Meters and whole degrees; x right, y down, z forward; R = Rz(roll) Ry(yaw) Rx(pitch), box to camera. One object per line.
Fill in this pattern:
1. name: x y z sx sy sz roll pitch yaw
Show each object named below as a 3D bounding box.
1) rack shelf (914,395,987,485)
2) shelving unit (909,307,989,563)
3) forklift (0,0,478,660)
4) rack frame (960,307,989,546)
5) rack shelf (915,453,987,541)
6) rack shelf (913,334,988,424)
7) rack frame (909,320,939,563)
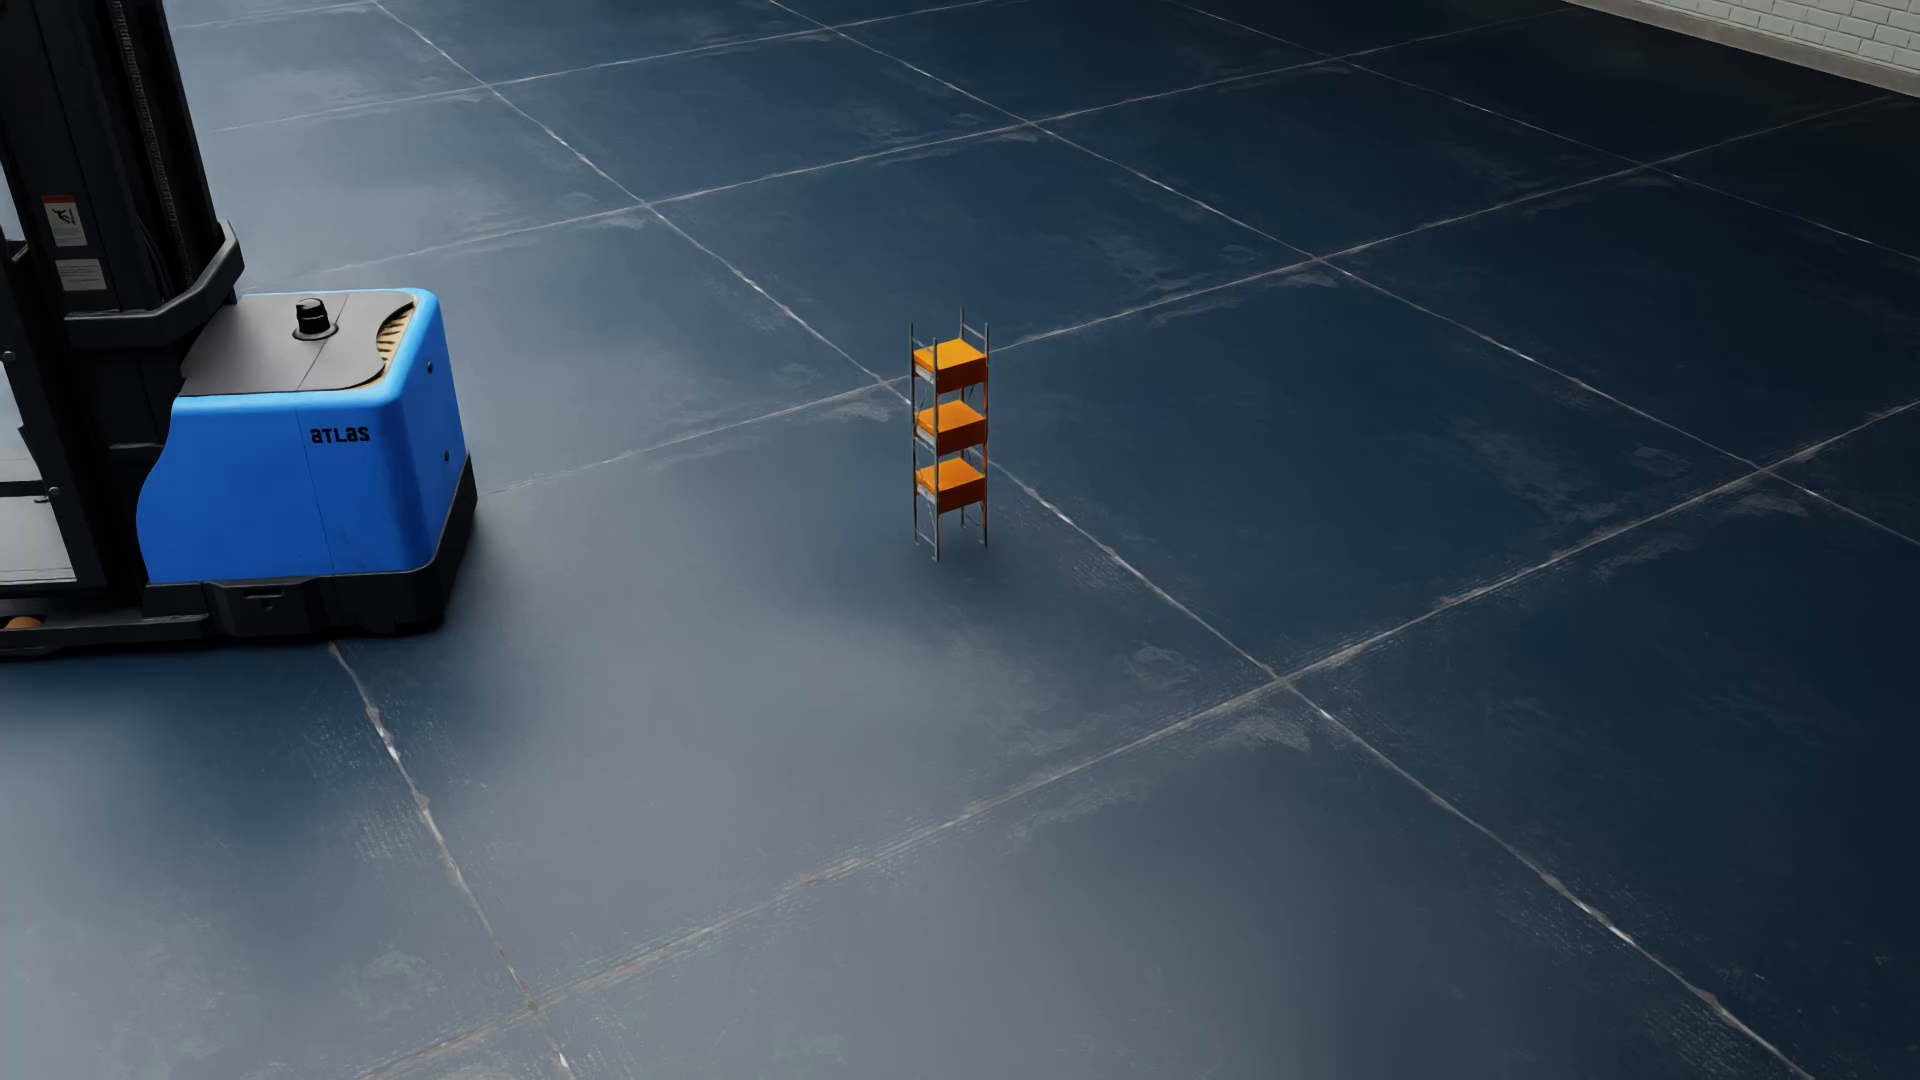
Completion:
1. rack shelf: -0.045 -0.420 6.951 0.240 0.259 0.215 -19 37 -27
2. shelving unit: -0.045 -0.429 6.945 0.252 1.050 0.215 -19 37 -27
3. forklift: -3.614 -1.058 6.180 3.031 2.935 1.130 -3 32 -5
4. rack frame: 0.058 -0.464 7.001 0.008 1.050 0.200 -19 37 -27
5. rack shelf: -0.045 -0.185 7.099 0.240 0.259 0.215 -19 37 -27
6. rack shelf: -0.045 -0.660 6.800 0.240 0.259 0.215 -19 37 -27
7. rack frame: -0.148 -0.393 6.889 0.008 1.050 0.200 -19 37 -27
